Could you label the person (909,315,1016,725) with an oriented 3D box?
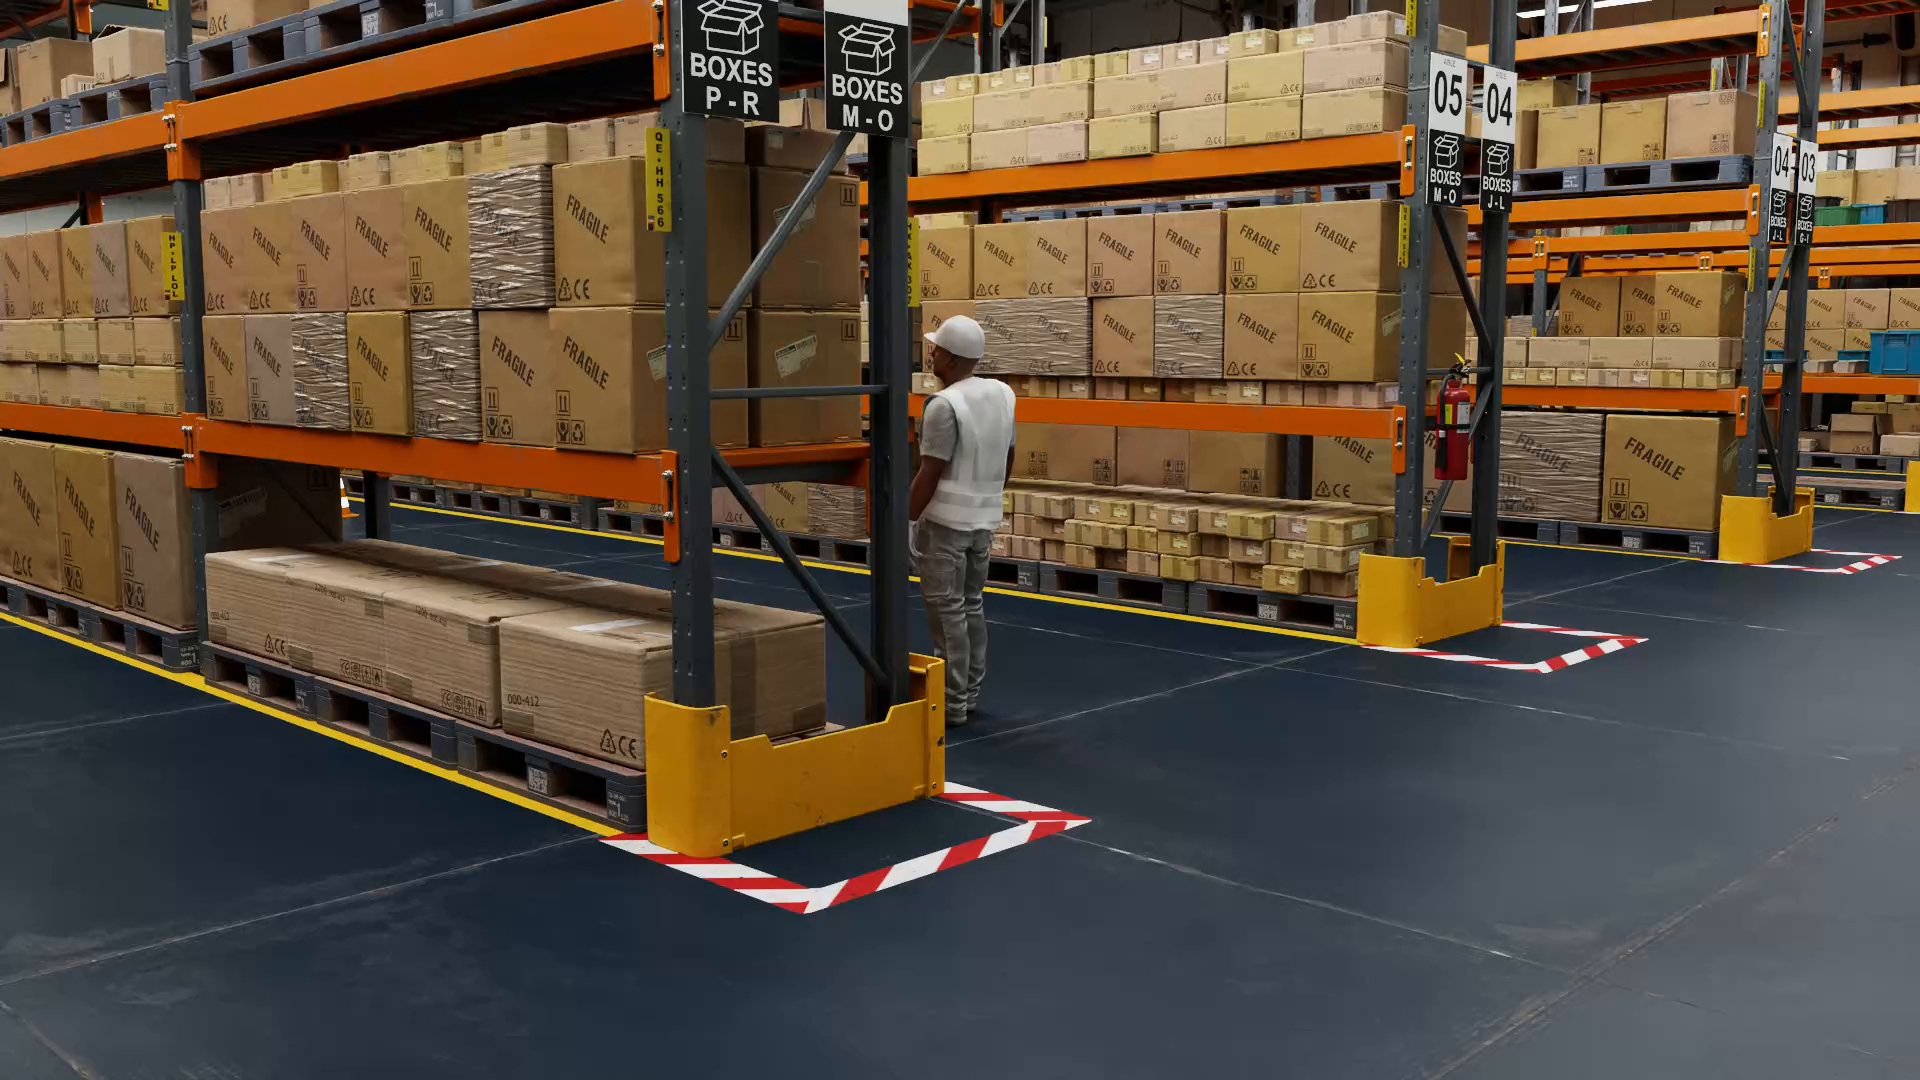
[{"bbox_3d":[-0.076,-0.085,7.297,0.577,1.782,0.656,5,9,36],"label":"person"}]
